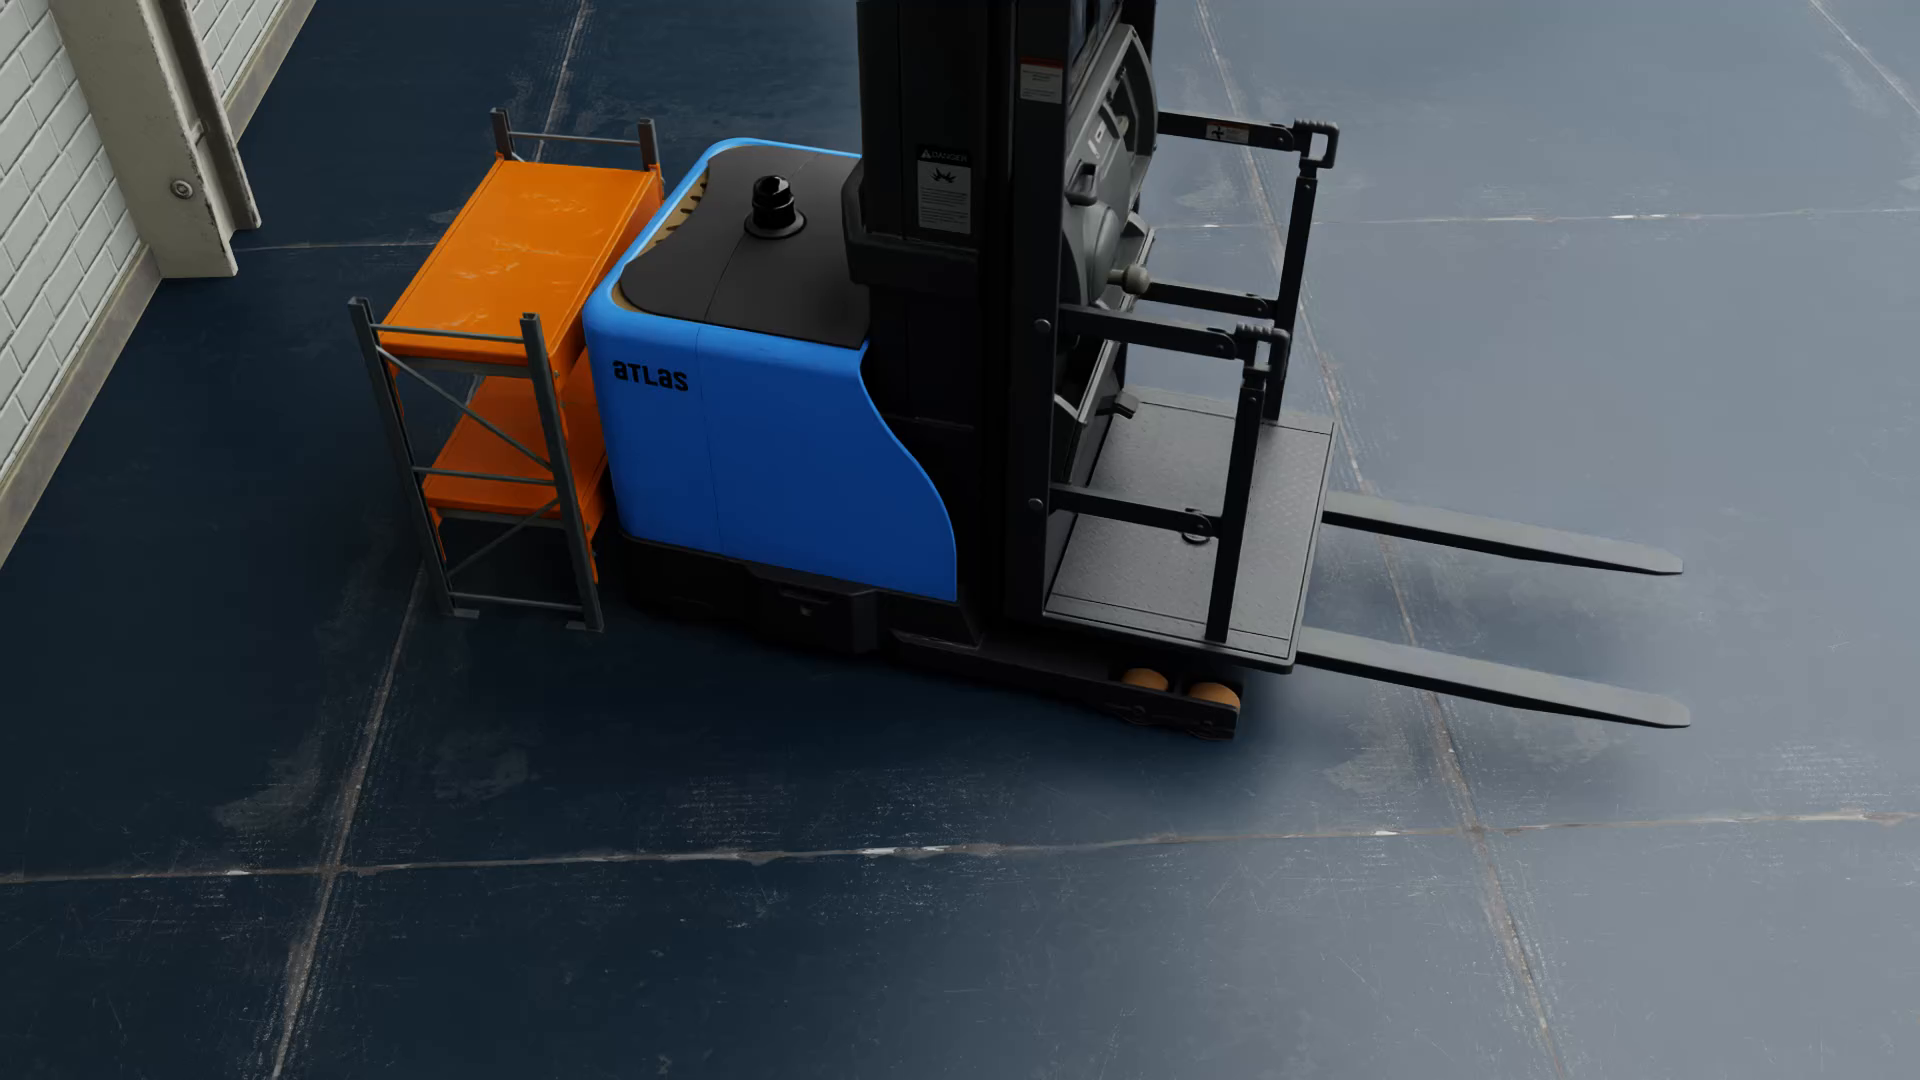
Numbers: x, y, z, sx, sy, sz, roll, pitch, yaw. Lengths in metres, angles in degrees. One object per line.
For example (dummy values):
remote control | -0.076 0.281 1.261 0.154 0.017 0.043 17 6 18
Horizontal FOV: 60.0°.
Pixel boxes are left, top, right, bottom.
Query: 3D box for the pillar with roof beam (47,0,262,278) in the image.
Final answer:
pillar with roof beam | 1.368 -4.577 3.584 9.100 9.000 0.400 -2 43 -2

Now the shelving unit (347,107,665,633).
shelving unit | -1.236 -0.513 4.976 0.538 1.125 1.048 6 43 7

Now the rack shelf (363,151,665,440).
rack shelf | -1.237 -0.729 4.778 0.538 0.278 1.000 6 43 7

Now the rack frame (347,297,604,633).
rack frame | -1.313 -0.173 4.606 0.500 1.125 0.032 6 43 7

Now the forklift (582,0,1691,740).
forklift | 0.565 -0.925 4.090 3.031 2.935 1.130 11 44 12

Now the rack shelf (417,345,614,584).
rack shelf | -1.236 -0.333 5.141 0.538 0.278 1.000 6 43 7

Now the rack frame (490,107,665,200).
rack frame | -1.159 -0.853 5.346 0.500 1.125 0.032 6 43 7
